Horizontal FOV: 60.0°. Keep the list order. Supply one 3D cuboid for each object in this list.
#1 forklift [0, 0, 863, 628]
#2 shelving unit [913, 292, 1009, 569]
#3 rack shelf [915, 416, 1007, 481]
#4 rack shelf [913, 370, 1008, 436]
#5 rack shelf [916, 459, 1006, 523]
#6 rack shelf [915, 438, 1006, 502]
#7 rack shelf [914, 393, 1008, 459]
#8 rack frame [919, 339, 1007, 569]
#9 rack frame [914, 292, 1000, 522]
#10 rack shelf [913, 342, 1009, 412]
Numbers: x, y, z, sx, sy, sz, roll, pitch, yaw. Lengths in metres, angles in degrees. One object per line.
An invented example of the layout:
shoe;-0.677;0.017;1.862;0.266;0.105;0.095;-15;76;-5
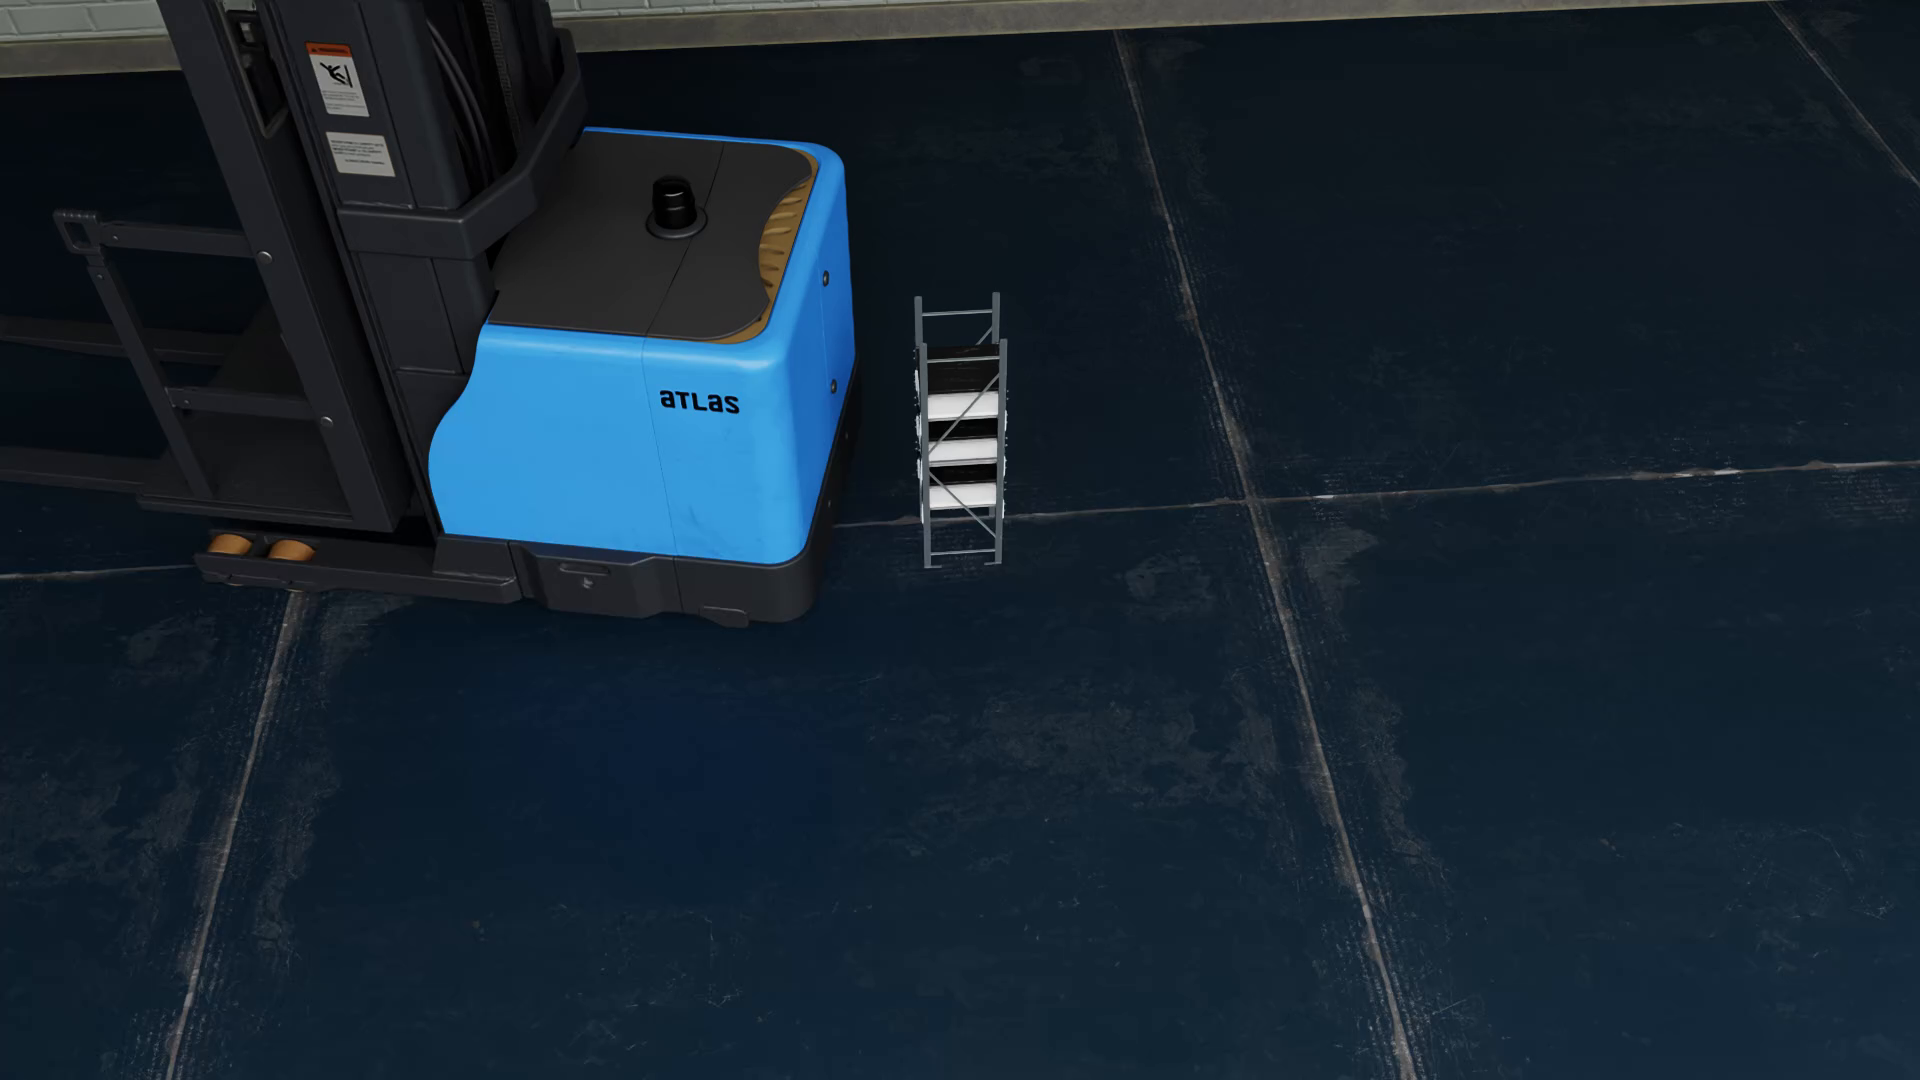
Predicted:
forklift;-1.882;-1.224;4.390;3.031;2.935;1.130;5;47;5
shelving unit;0.001;-0.304;4.918;0.258;0.900;0.210;-3;47;-3
rack shelf;0.001;-0.281;4.942;0.258;0.077;0.200;-3;47;-3
rack shelf;0.001;-0.404;4.811;0.258;0.077;0.200;-3;47;-3
rack shelf;0.001;-0.157;5.073;0.258;0.077;0.200;-3;47;-3
rack shelf;0.001;-0.219;5.007;0.258;0.077;0.200;-3;47;-3
rack shelf;0.001;-0.343;4.877;0.258;0.077;0.200;-3;47;-3
rack frame;0.009;-0.230;4.848;0.240;0.900;0.006;-3;47;-3
rack frame;-0.008;-0.377;4.987;0.240;0.900;0.006;-3;47;-3
rack shelf;0.001;-0.466;4.746;0.258;0.077;0.200;-3;47;-3
